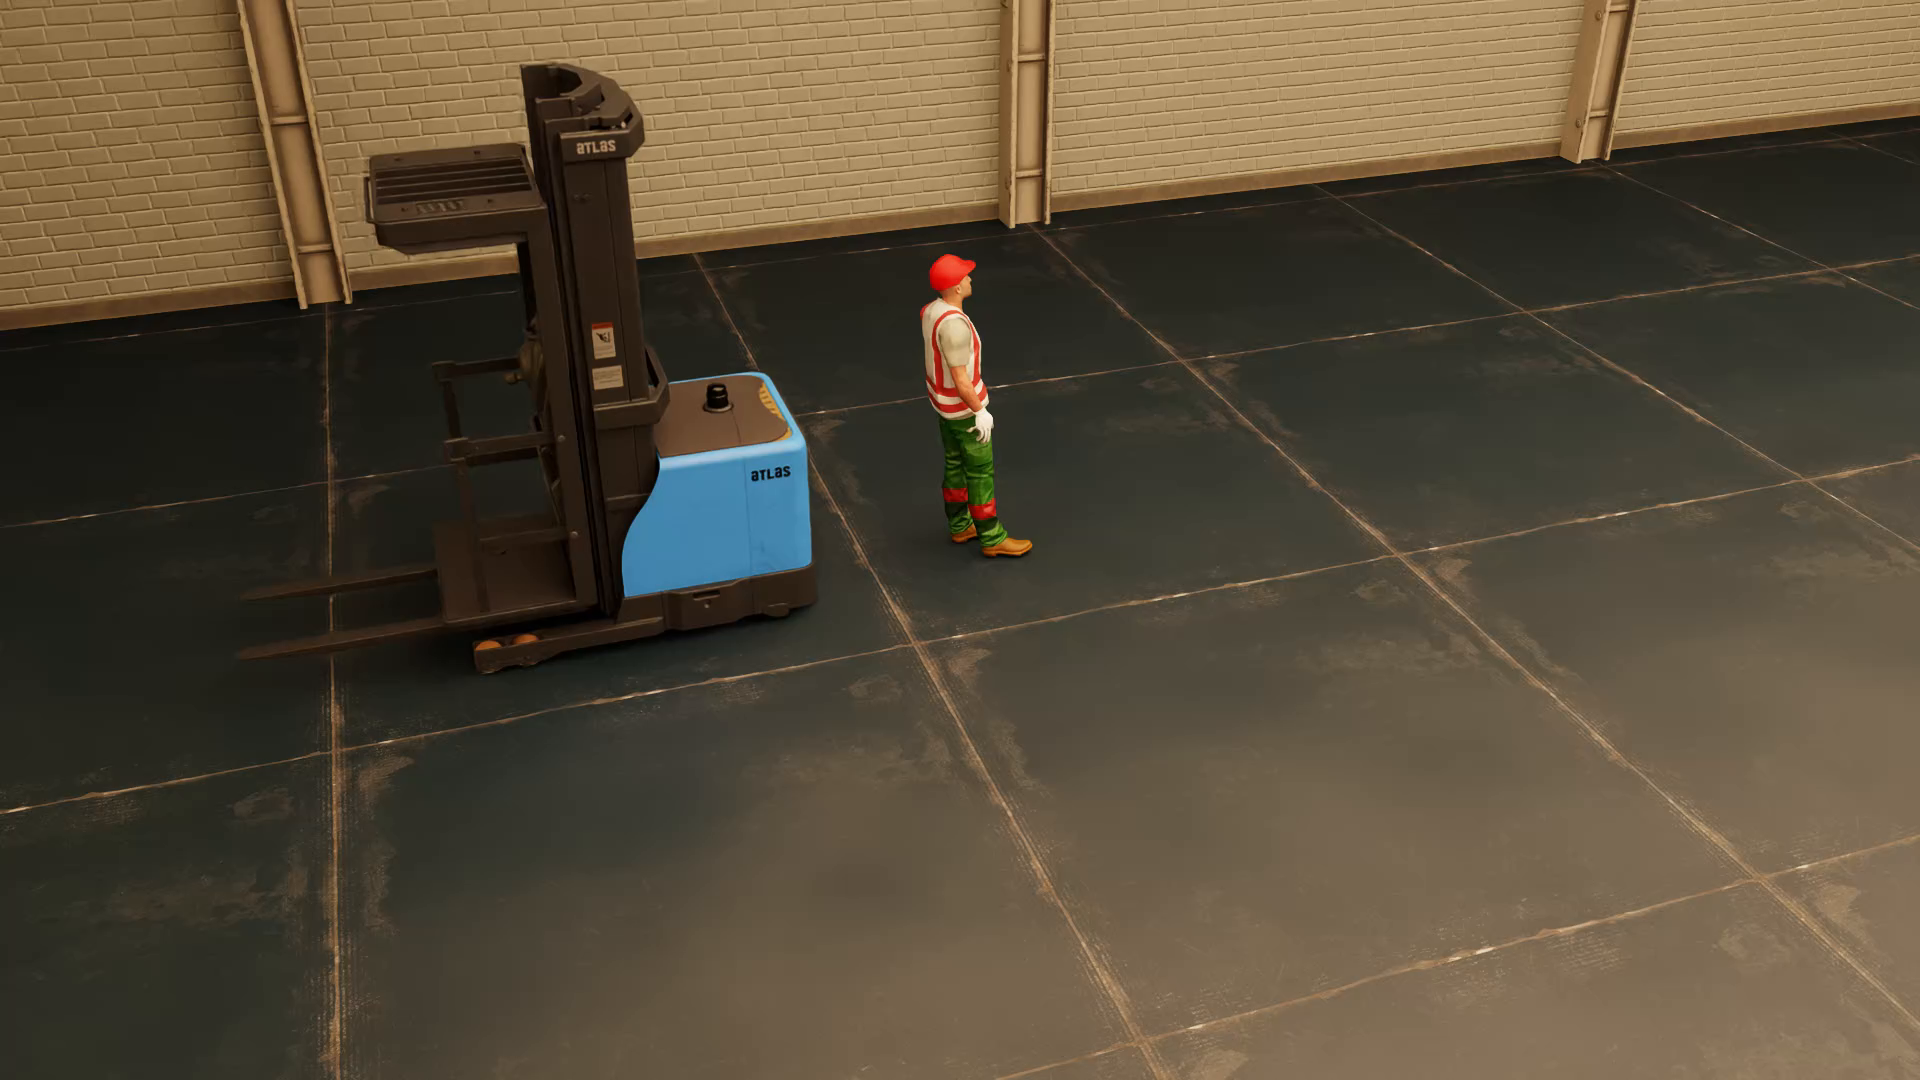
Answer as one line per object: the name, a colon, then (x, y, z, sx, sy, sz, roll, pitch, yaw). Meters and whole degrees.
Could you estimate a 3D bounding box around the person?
person: (0.080, -0.789, 9.589, 0.562, 1.790, 0.637, -10, 31, -16)

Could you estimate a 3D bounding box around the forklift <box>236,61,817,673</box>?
forklift: (-2.379, -0.863, 8.587, 3.031, 2.935, 1.130, -9, 31, -16)
